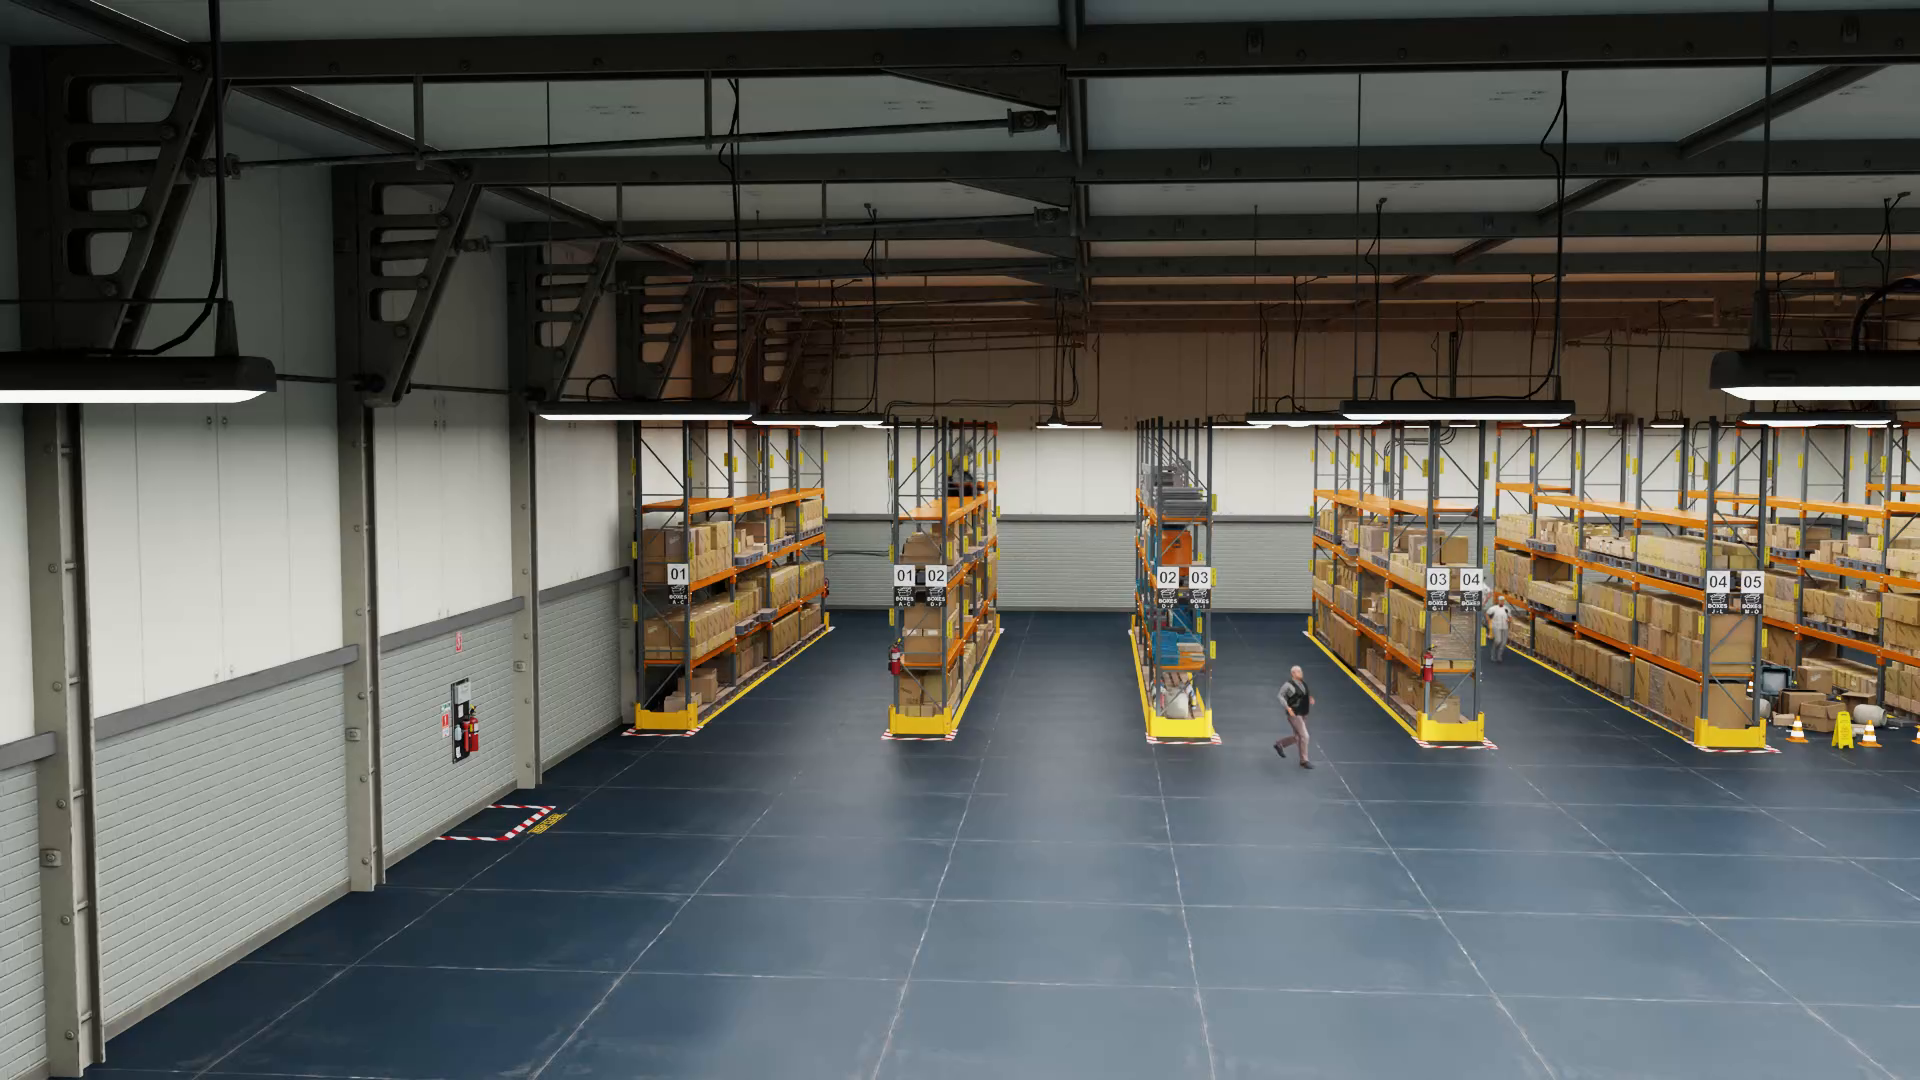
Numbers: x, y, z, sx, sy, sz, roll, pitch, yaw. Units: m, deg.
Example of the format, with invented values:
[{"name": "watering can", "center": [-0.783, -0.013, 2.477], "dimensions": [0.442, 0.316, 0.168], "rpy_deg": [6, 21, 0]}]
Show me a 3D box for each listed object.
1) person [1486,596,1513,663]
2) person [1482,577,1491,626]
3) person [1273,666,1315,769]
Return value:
[{"name": "person", "center": [13.374, 2.213, 41.146], "dimensions": [0.586, 1.664, 0.649], "rpy_deg": [0, 4, -1]}, {"name": "person", "center": [14.771, 1.802, 47.434], "dimensions": [0.546, 1.675, 0.799], "rpy_deg": [0, 4, -7]}, {"name": "person", "center": [5.746, 3.013, 28.489], "dimensions": [0.850, 1.726, 0.653], "rpy_deg": [4, 5, 44]}]
